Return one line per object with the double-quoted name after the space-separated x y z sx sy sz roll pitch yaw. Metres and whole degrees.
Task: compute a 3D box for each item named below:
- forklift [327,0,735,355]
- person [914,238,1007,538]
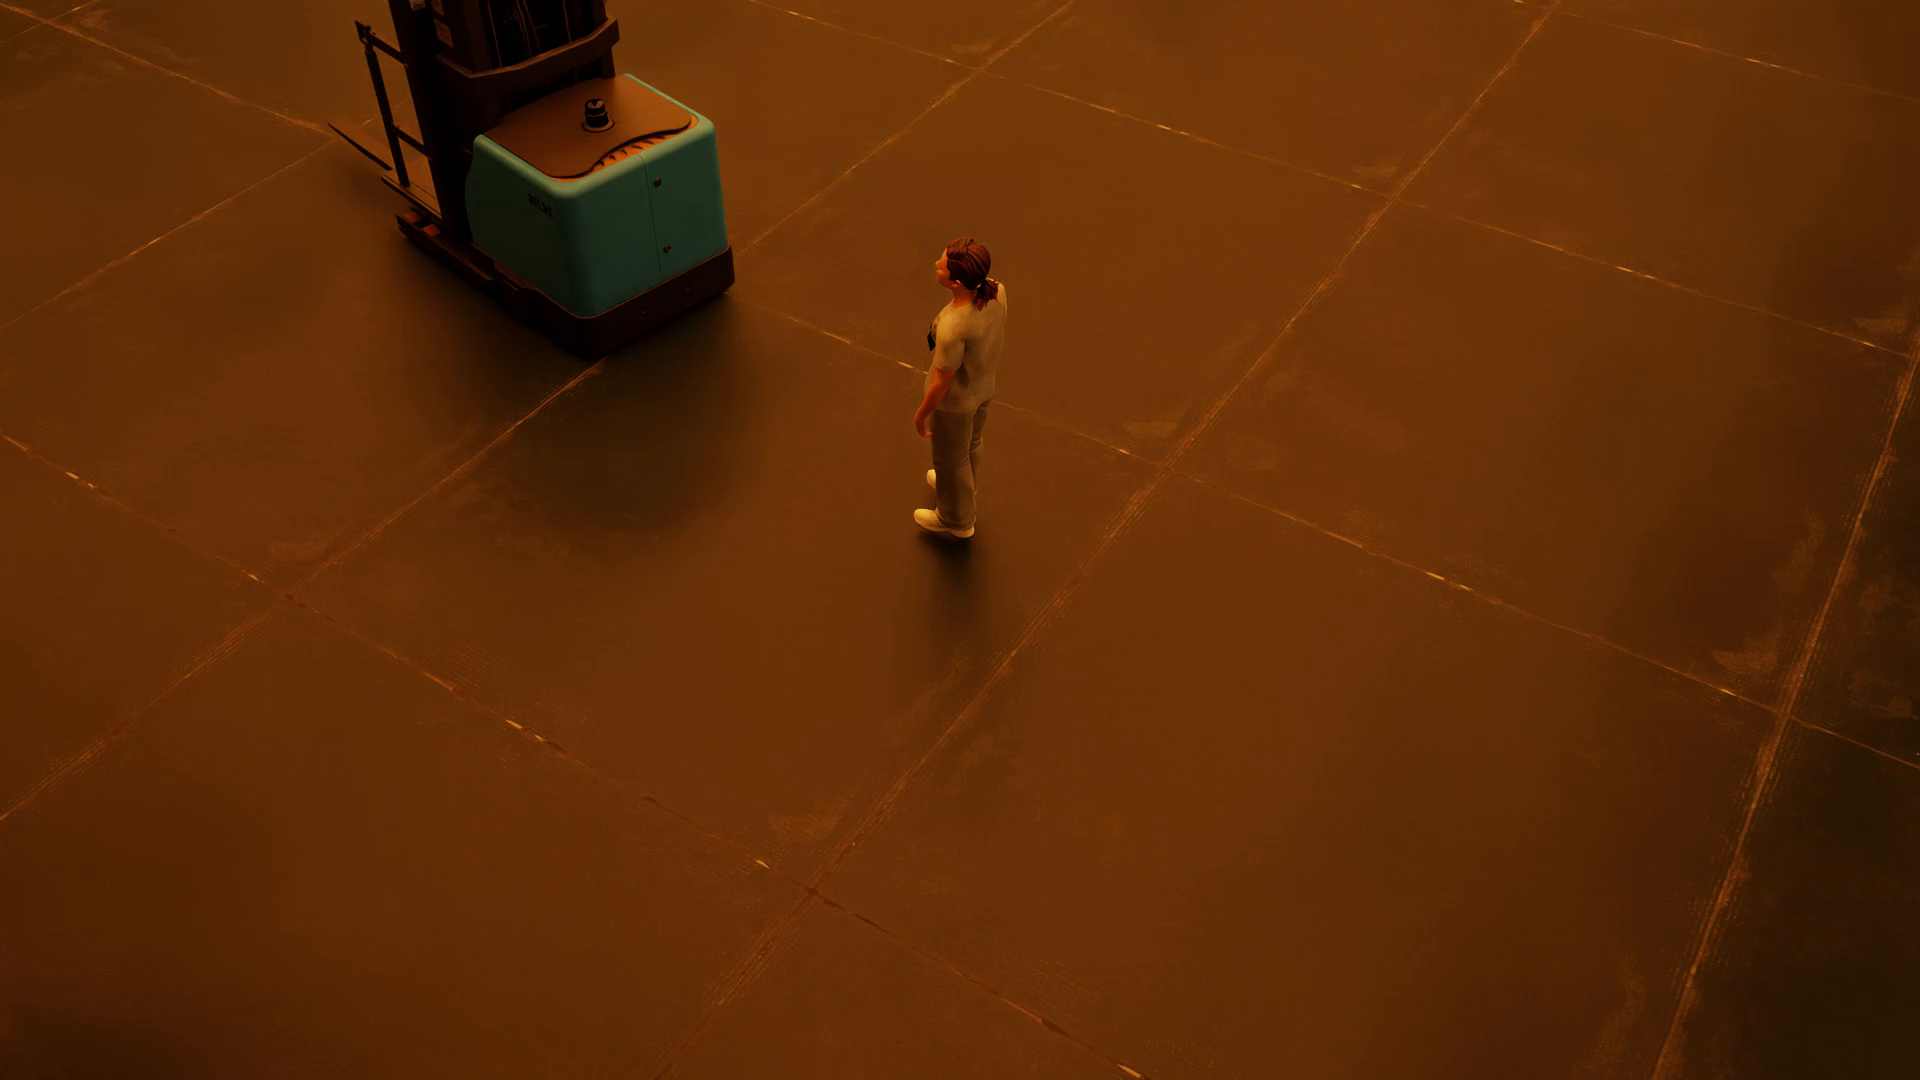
-2.672 -2.967 8.977 1.130 2.935 3.031 -34 53 -31 "forklift"
-0.055 -0.678 7.407 0.547 1.673 0.549 24 48 23 "person"
